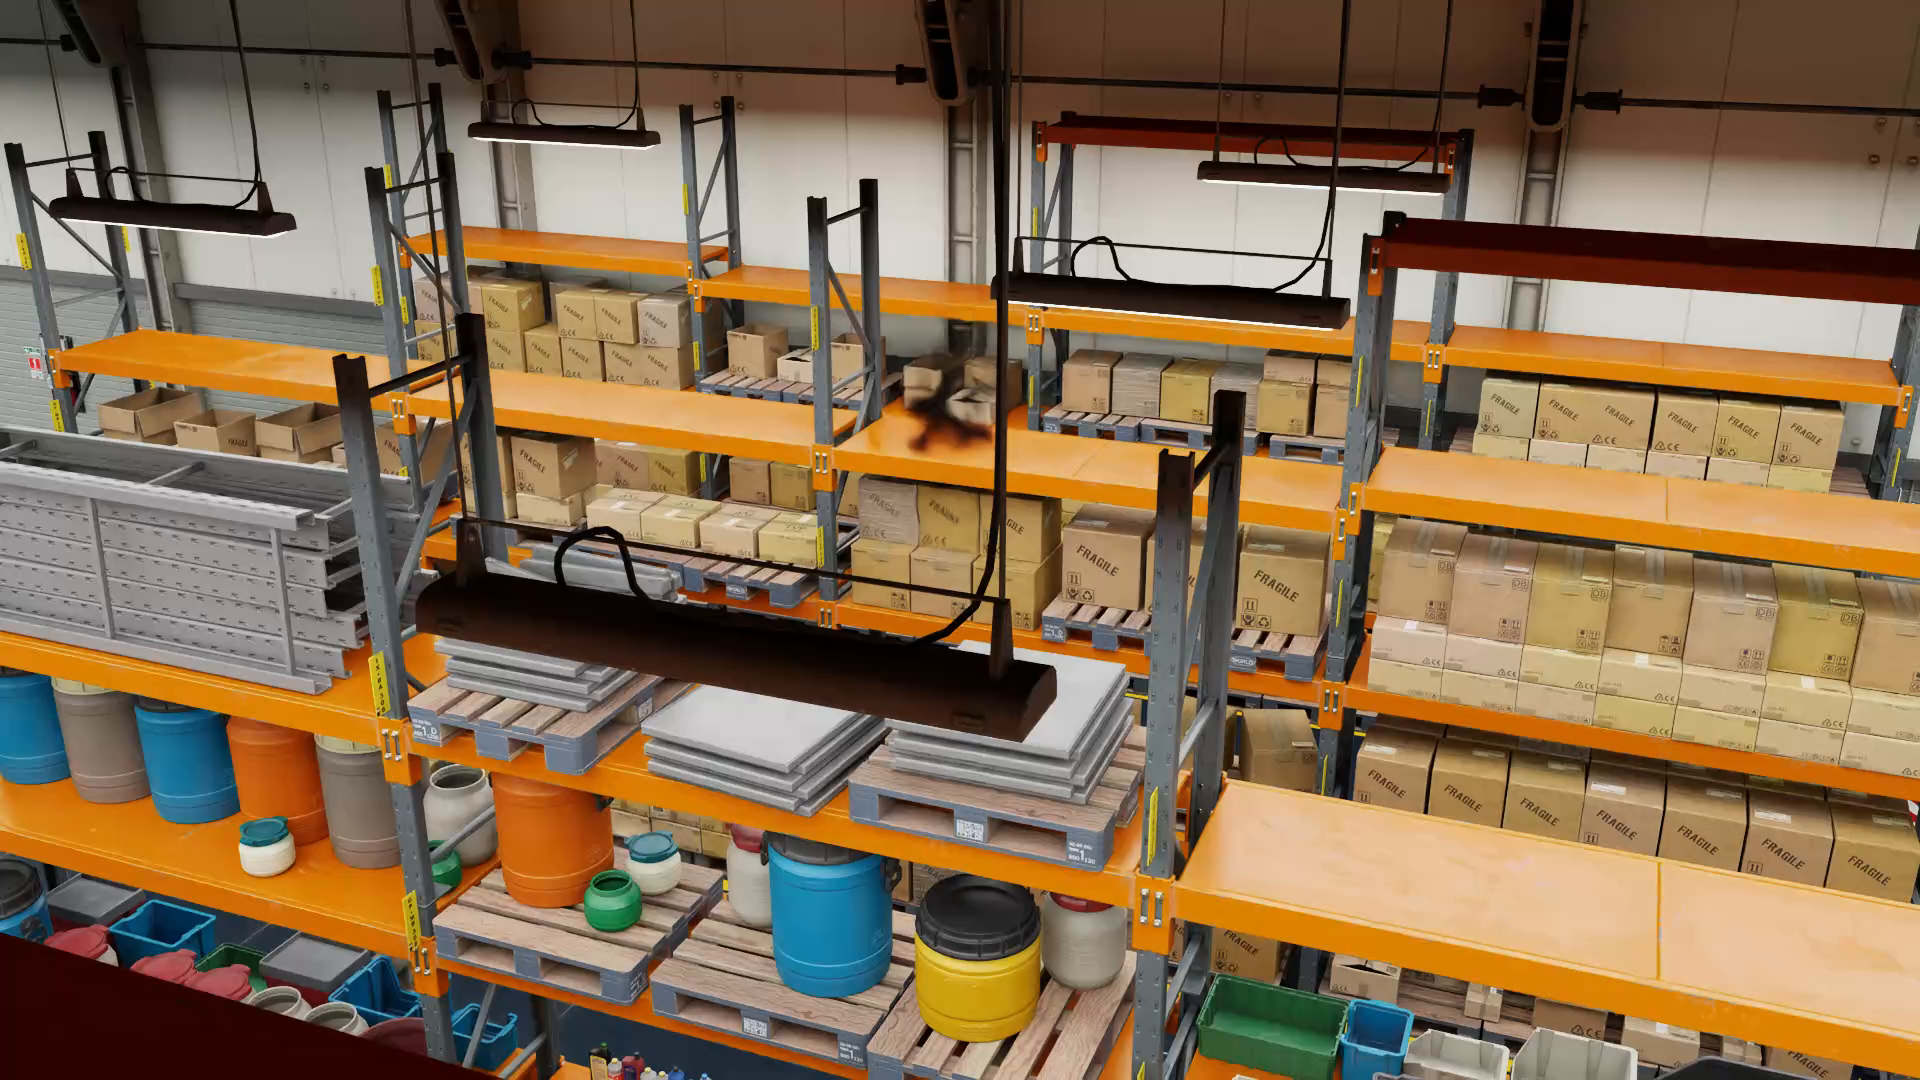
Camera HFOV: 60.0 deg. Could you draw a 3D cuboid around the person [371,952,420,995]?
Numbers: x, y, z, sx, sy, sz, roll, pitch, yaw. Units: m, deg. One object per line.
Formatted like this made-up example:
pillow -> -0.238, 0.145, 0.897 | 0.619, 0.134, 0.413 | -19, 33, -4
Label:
person -> -4.143, 3.013, 12.161 | 0.571, 1.633, 0.550 | 7, 22, 19
